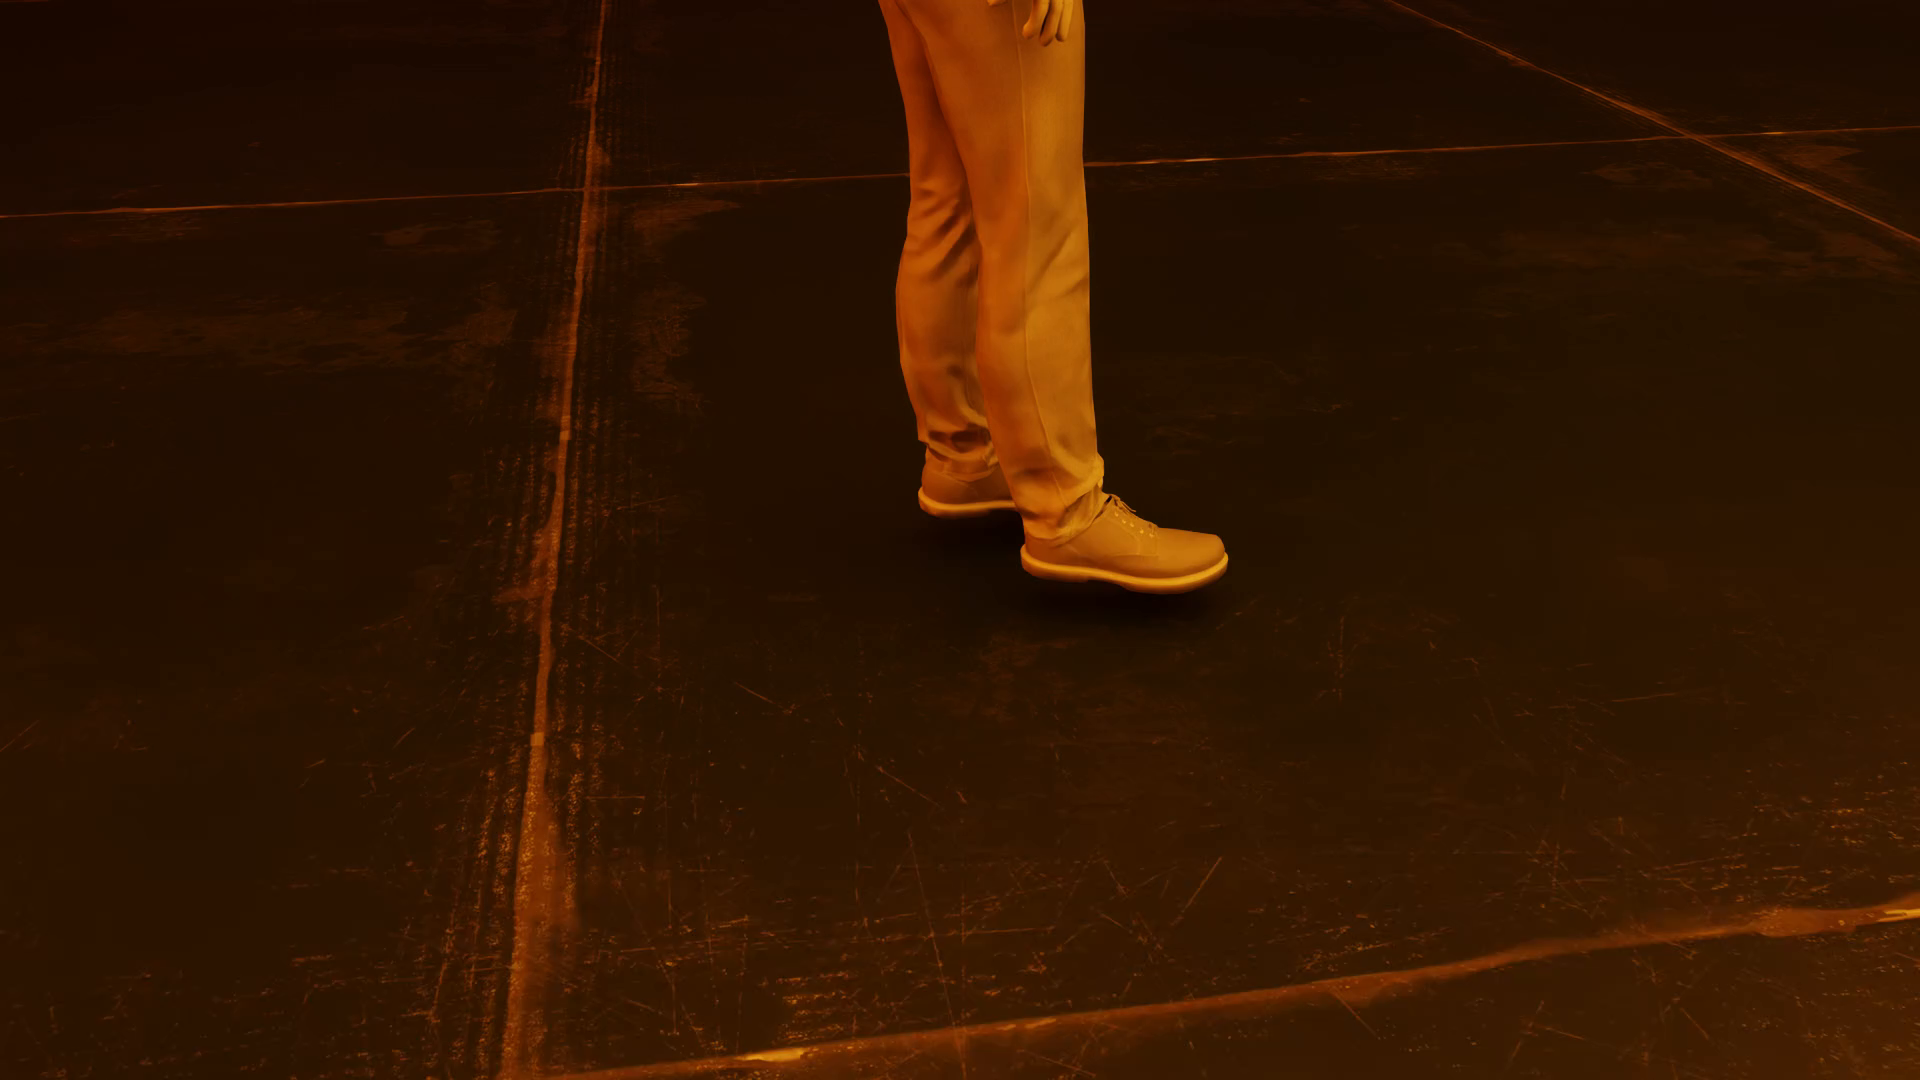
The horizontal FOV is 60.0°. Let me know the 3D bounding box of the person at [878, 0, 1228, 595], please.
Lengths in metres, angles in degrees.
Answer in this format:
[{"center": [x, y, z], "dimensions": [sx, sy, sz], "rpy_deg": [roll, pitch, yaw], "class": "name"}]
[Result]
[{"center": [0.069, -0.793, 2.085], "dimensions": [0.530, 1.694, 0.586], "rpy_deg": [-5, 28, -9], "class": "person"}]
